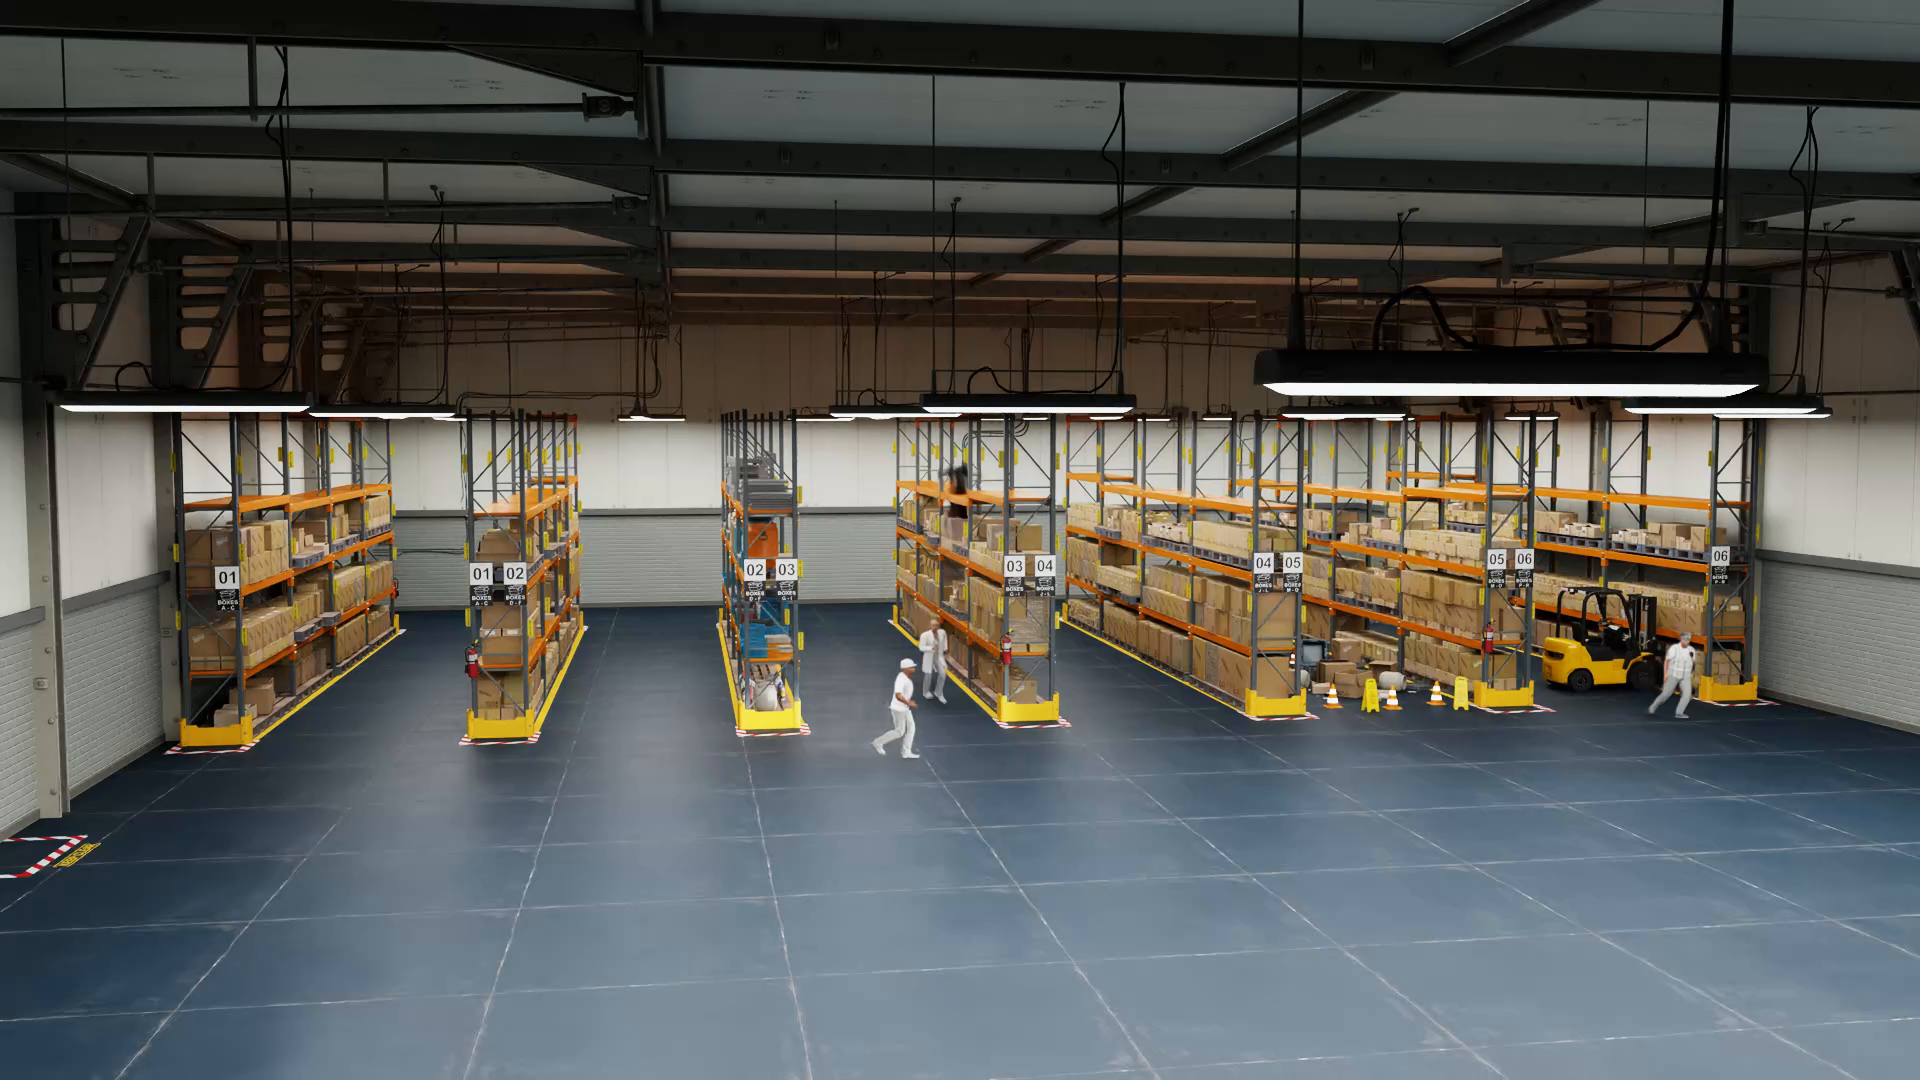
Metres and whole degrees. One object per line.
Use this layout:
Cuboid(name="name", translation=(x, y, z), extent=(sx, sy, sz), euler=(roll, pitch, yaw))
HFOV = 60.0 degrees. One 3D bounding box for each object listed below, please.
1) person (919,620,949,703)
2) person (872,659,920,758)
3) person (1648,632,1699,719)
Cuboid(name="person", translation=(-0.539, 2.484, 34.237), extent=(0.706, 1.737, 1.039), euler=(-1, 4, -16))
Cuboid(name="person", translation=(-1.092, 2.885, 28.434), extent=(0.821, 1.719, 0.698), euler=(1, 4, 11))
Cuboid(name="person", translation=(13.930, 2.608, 32.425), extent=(0.789, 1.693, 0.684), euler=(0, 4, -4))
